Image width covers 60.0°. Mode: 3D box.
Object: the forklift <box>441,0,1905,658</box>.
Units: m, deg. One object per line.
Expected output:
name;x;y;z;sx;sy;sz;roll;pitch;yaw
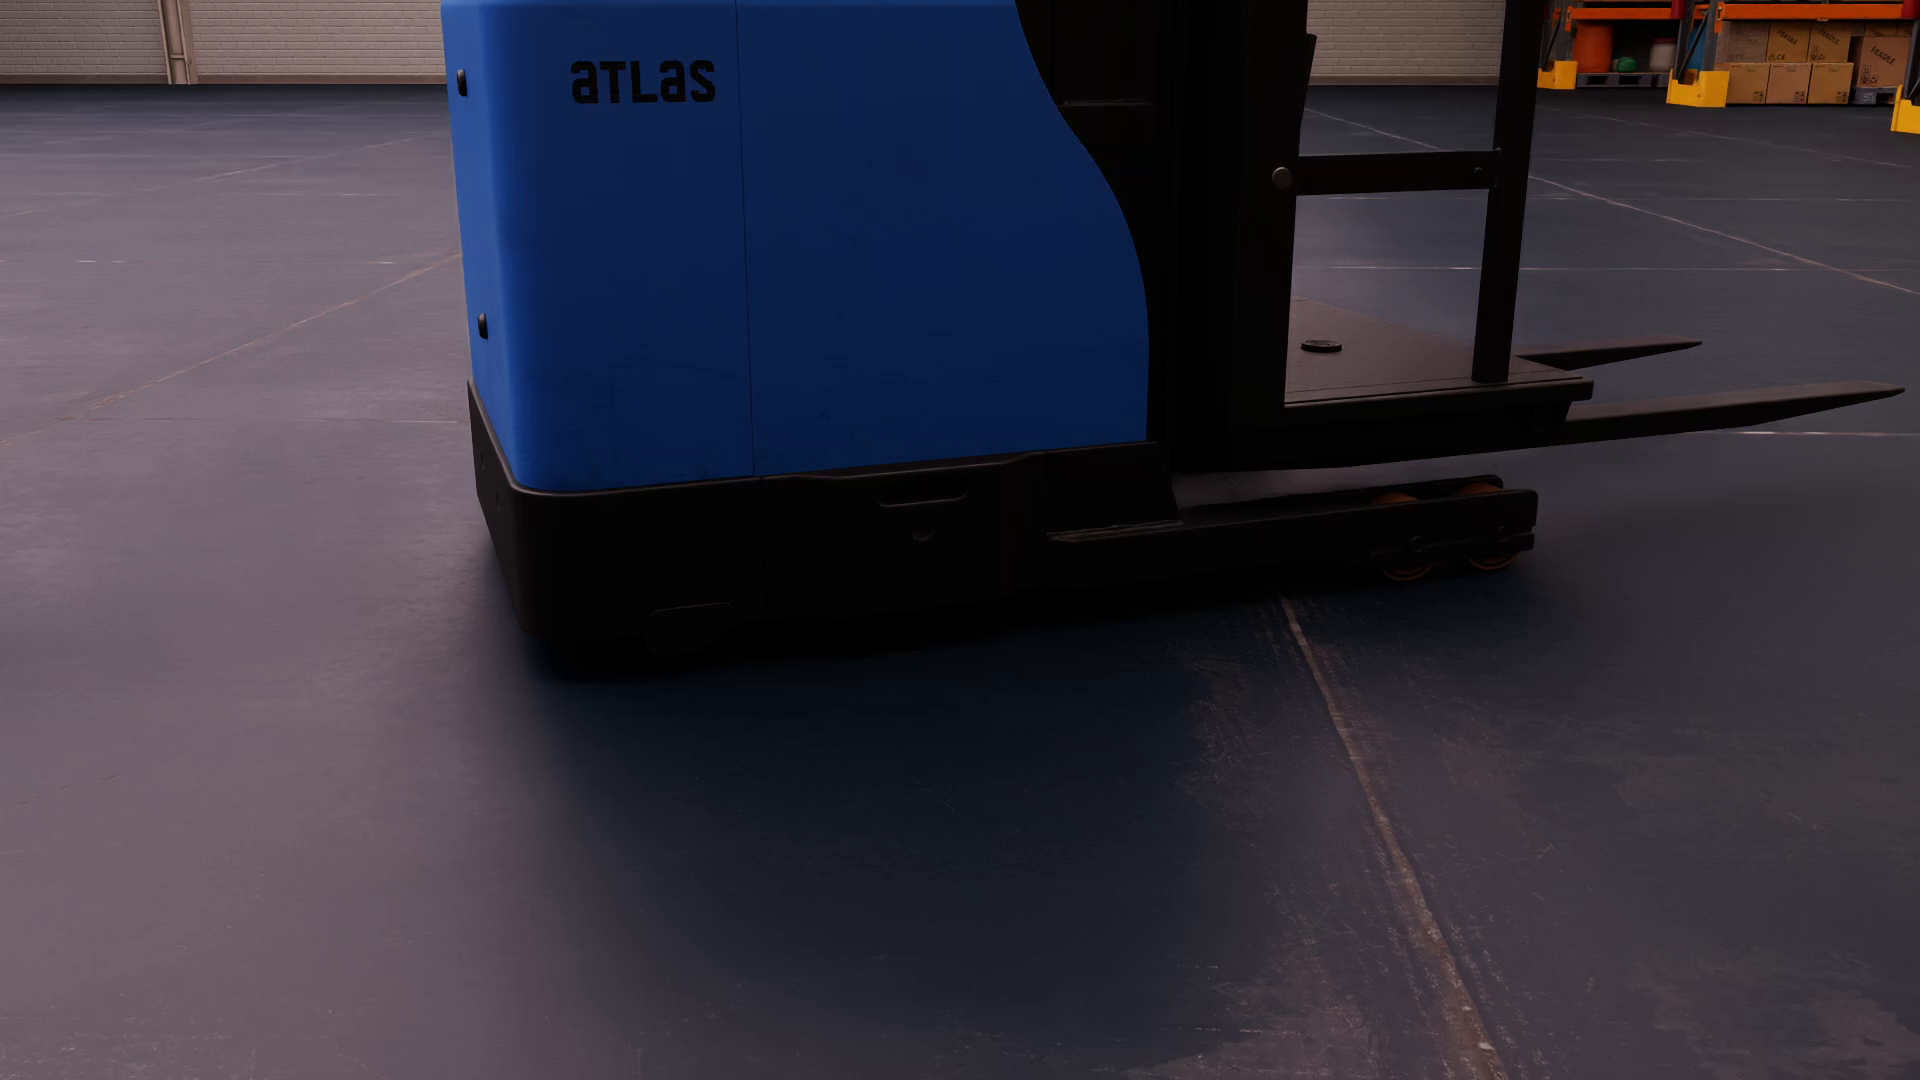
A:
forklift;0.571;-1.462;3.137;3.031;2.935;1.130;-6;18;-19
